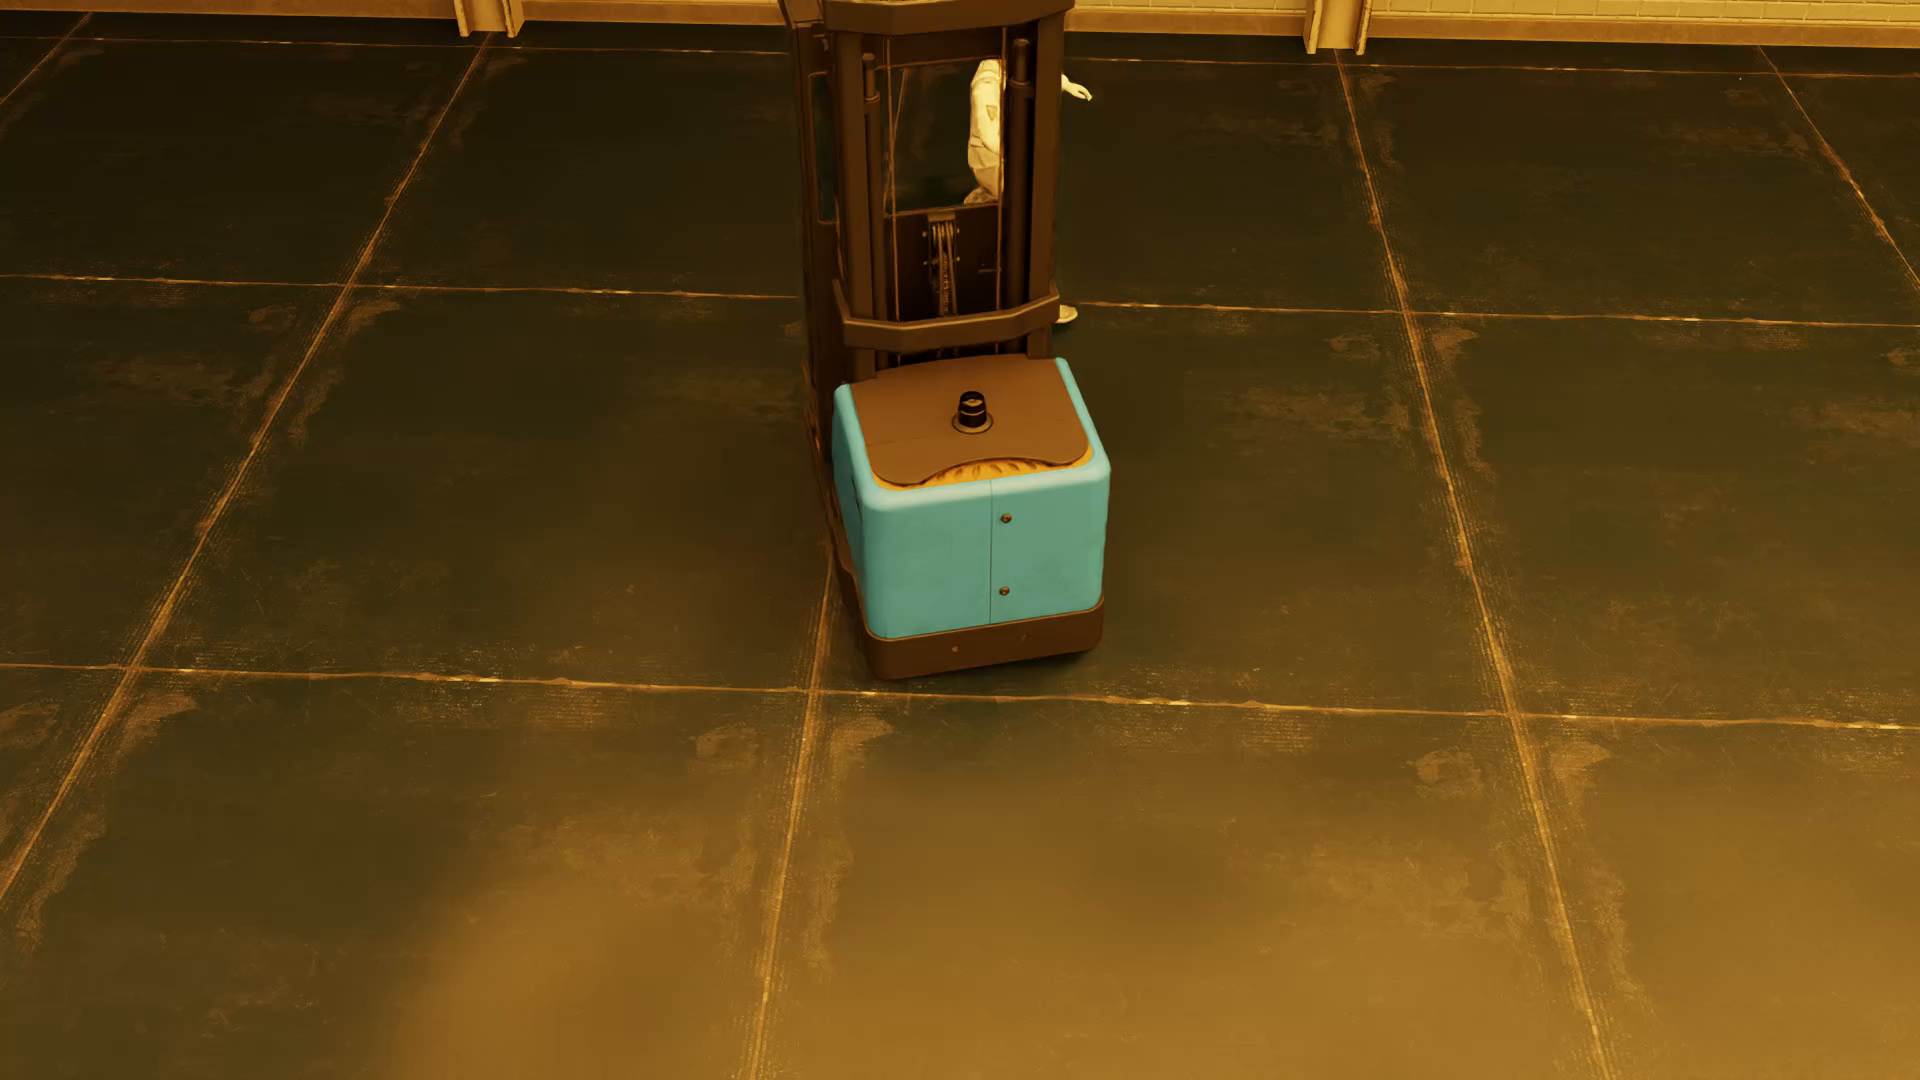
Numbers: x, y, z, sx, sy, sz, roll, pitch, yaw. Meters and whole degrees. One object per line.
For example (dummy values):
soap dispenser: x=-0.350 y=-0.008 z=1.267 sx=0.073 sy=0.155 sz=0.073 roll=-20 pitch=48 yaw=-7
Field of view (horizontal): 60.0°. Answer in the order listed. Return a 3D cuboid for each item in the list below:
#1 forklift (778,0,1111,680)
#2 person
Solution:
forklift: x=-0.178 y=-1.487 z=7.371 sx=1.130 sy=2.935 sz=3.031 roll=-8 pitch=43 yaw=-9
person: x=0.351 y=-2.154 z=9.143 sx=0.903 sy=1.486 sz=1.163 roll=11 pitch=44 yaw=12
